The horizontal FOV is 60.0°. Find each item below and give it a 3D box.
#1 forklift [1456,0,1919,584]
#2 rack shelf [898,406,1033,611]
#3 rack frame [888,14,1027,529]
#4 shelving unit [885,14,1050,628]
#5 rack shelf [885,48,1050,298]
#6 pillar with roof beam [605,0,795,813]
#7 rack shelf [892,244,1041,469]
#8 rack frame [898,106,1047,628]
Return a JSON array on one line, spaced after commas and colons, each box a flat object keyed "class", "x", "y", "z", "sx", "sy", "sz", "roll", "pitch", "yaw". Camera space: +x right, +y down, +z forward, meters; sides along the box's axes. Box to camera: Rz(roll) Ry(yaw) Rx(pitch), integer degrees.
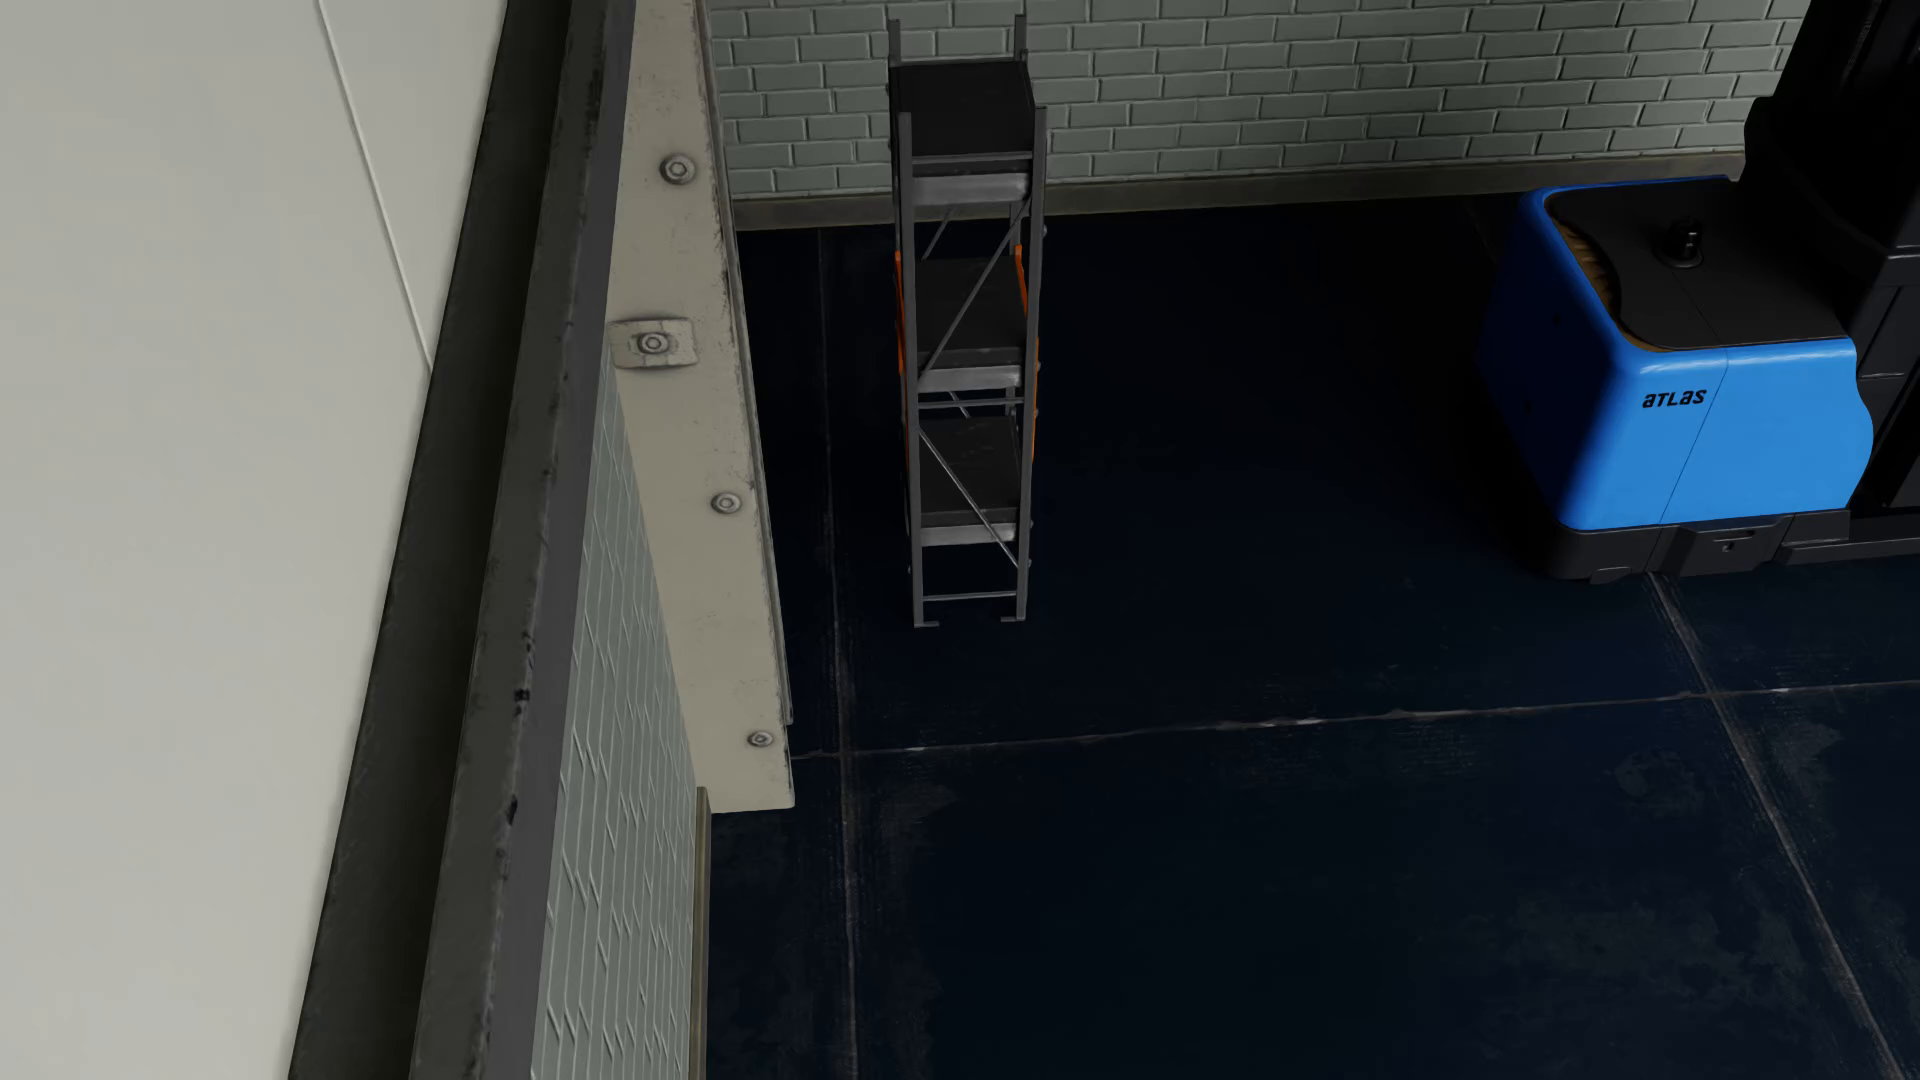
[{"class": "forklift", "x": 3.544, "y": -1.316, "z": 5.477, "sx": 3.031, "sy": 2.935, "sz": 1.130, "roll": -5, "pitch": 47, "yaw": -5}, {"class": "rack shelf", "x": 0.014, "y": -0.112, "z": 5.892, "sx": 0.431, "sy": 0.518, "sz": 0.480, "roll": -3, "pitch": 47, "yaw": -3}, {"class": "rack frame", "x": -0.007, "y": -0.779, "z": 5.541, "sx": 0.400, "sy": 2.100, "sz": 0.015, "roll": -3, "pitch": 47, "yaw": -3}, {"class": "shelving unit", "x": 0.014, "y": -0.602, "z": 5.374, "sx": 0.431, "sy": 2.100, "sz": 0.503, "roll": -3, "pitch": 47, "yaw": -3}, {"class": "rack shelf", "x": 0.014, "y": -1.074, "z": 4.876, "sx": 0.431, "sy": 0.518, "sz": 0.480, "roll": -3, "pitch": 47, "yaw": -3}, {"class": "pillar with roof beam", "x": 3.580, "y": -2.618, "z": 2.532, "sx": 9.100, "sy": 9.000, "sz": 0.400, "roll": -3, "pitch": 47, "yaw": -3}, {"class": "rack shelf", "x": 0.014, "y": -0.593, "z": 5.384, "sx": 0.431, "sy": 0.518, "sz": 0.480, "roll": -3, "pitch": 47, "yaw": -3}, {"class": "rack frame", "x": 0.034, "y": -0.426, "z": 5.207, "sx": 0.400, "sy": 2.100, "sz": 0.015, "roll": -3, "pitch": 47, "yaw": -3}]
